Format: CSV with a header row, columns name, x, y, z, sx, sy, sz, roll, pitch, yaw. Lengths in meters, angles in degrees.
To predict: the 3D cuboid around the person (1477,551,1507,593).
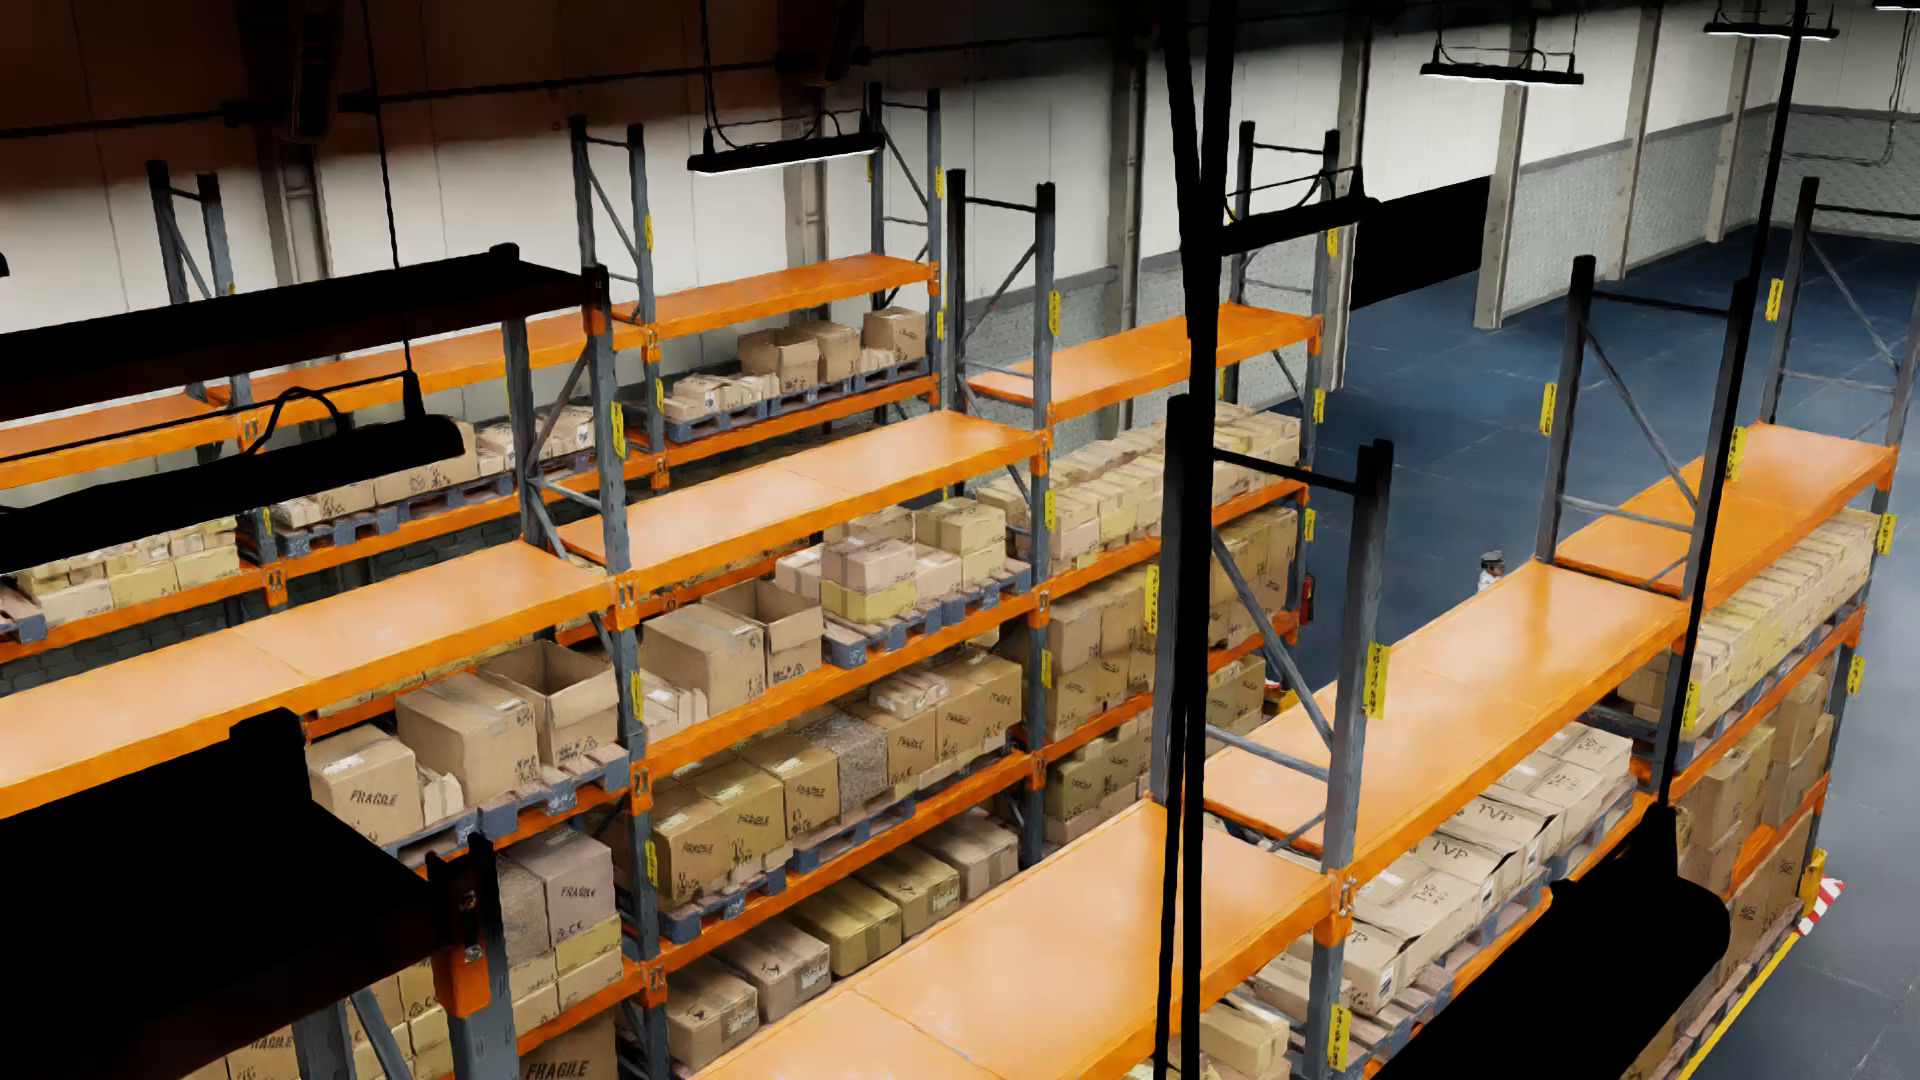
name,x,y,z,sx,sy,sz,roll,pitch,yaw
person,5.436,0.882,17.474,0.508,1.669,0.563,6,22,15
